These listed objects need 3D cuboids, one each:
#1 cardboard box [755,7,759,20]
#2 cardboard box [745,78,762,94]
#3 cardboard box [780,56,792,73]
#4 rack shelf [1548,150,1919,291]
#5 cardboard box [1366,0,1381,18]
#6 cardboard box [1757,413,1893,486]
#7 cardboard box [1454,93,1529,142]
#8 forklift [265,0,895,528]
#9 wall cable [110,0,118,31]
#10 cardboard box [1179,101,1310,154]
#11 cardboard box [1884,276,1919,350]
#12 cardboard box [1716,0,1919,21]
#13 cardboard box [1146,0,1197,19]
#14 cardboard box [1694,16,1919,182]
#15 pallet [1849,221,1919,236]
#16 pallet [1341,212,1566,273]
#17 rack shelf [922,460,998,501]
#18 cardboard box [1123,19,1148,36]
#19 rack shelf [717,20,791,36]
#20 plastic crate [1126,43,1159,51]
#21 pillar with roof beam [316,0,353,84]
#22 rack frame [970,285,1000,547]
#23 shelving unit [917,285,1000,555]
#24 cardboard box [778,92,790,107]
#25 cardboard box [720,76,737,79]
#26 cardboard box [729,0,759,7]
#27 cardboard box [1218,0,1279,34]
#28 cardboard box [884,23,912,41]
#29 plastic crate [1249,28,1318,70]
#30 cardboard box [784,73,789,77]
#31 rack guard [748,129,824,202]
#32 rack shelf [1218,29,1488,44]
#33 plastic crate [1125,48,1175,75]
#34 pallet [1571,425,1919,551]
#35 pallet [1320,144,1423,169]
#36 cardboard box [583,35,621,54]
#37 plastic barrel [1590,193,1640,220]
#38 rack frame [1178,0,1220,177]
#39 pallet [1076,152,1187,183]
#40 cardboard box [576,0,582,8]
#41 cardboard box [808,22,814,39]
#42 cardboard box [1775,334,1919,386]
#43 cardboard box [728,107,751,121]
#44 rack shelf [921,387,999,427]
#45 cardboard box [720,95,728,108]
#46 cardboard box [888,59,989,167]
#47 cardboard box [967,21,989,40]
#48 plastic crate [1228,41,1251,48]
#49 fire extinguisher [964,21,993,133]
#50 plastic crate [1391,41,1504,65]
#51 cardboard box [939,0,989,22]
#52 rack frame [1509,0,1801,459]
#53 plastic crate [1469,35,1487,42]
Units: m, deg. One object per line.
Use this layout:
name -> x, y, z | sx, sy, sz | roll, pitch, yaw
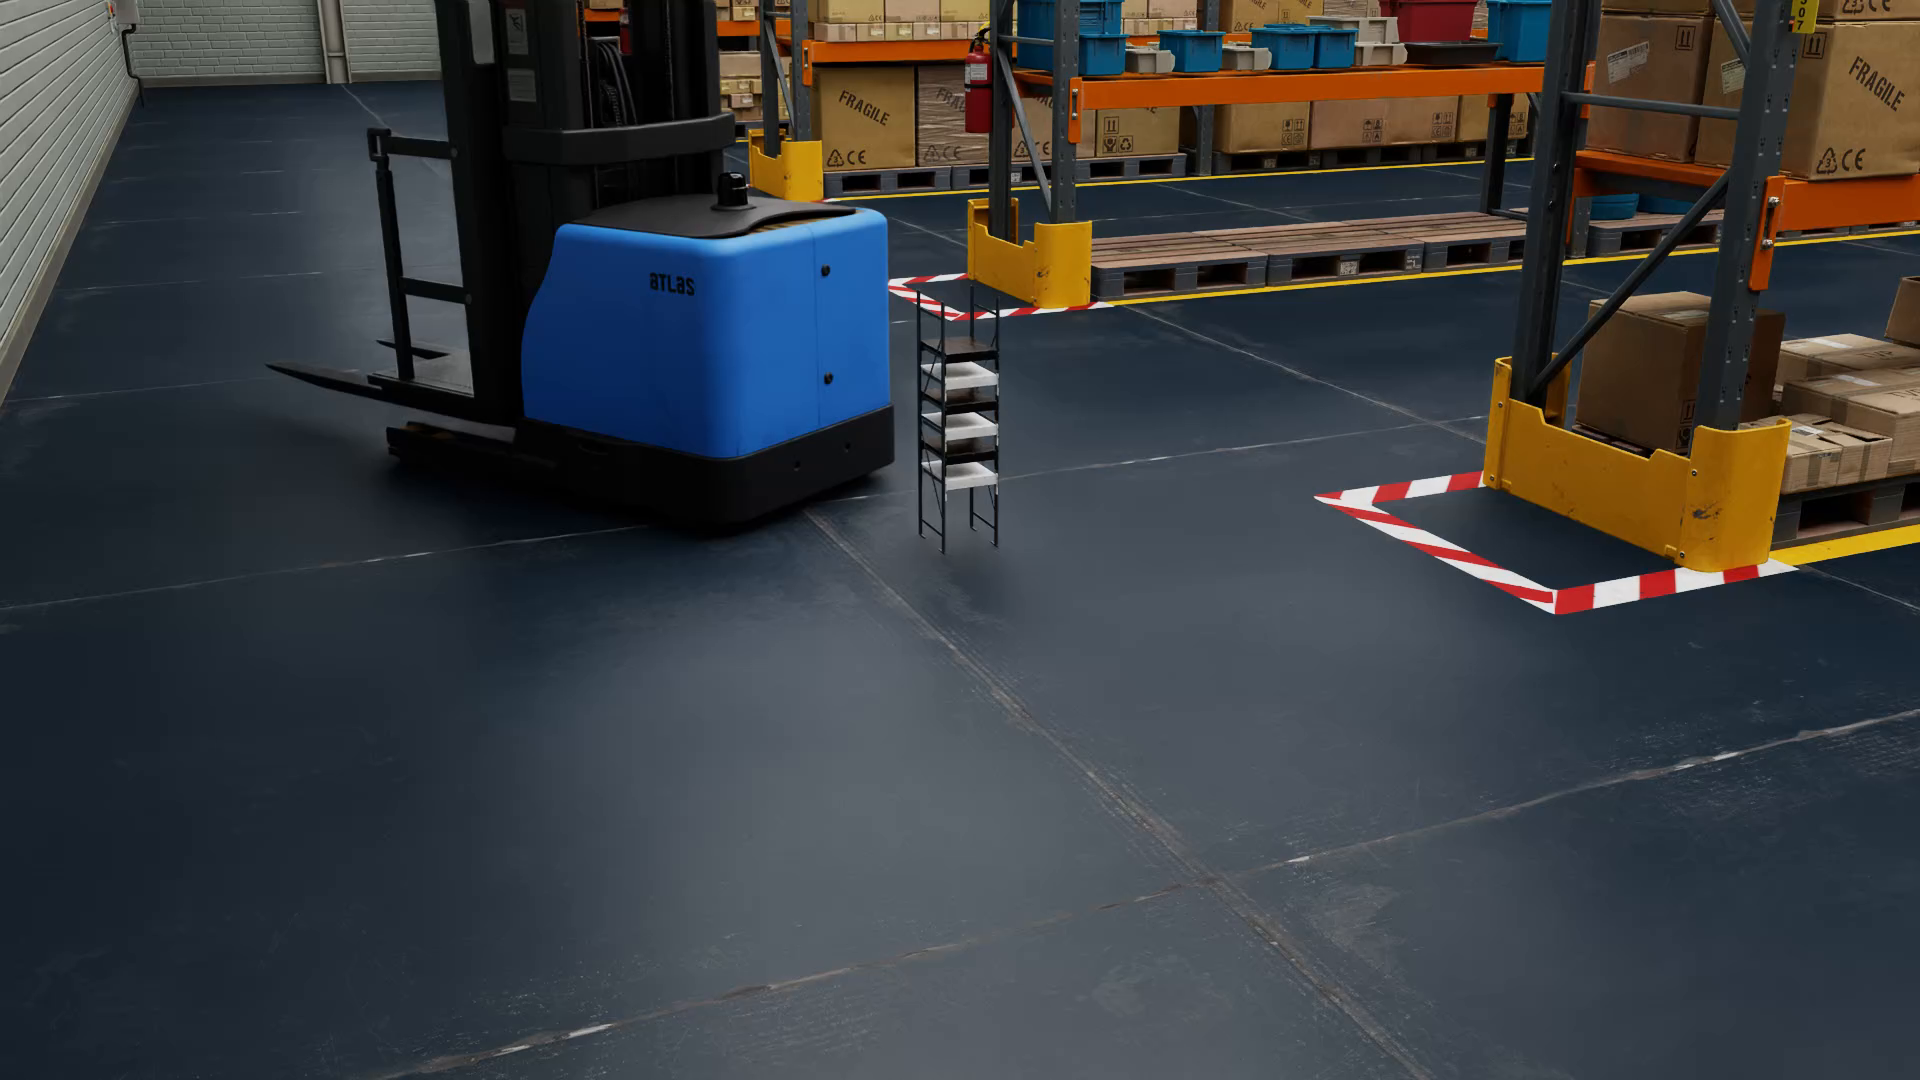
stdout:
cardboard box -> -2.301, -5.999, 18.921 | 0.250, 0.149, 0.380 | -7, 21, -19
cardboard box -> -2.295, -5.200, 19.038 | 0.250, 0.149, 0.380 | -8, 21, -22
cardboard box -> -2.398, -6.996, 24.599 | 0.875, 0.438, 0.875 | -8, 21, -23
rack shelf -> 4.231, -1.410, 6.593 | 4.000, 0.370, 1.077 | -8, 21, -22
cardboard box -> 4.061, -5.267, 16.314 | 0.500, 0.500, 0.500 | -8, 21, -21
cardboard box -> 3.145, -0.341, 6.076 | 0.250, 0.166, 0.380 | -8, 21, -22
cardboard box -> 5.178, -4.672, 17.340 | 0.875, 0.875, 1.225 | -9, 21, -24
forklift -> -1.766, -1.788, 6.687 | 3.031, 2.935, 1.130 | 13, 23, 32
wall cable -> -11.192, -7.691, 21.819 | 0.122, 1.984, 0.588 | -8, 21, -22
cardboard box -> 2.726, -4.320, 16.342 | 0.875, 0.875, 1.225 | -8, 21, -22
cardboard box -> 4.344, -0.794, 6.856 | 0.637, 0.503, 0.797 | -8, 21, -22
cardboard box -> 2.906, -1.983, 5.481 | 0.500, 0.500, 0.500 | -7, 21, -20
cardboard box -> 1.845, -4.965, 15.385 | 0.500, 0.250, 0.500 | -9, 21, -23
cardboard box -> 2.906, -1.511, 5.647 | 0.500, 0.500, 0.500 | -8, 21, -21
pallet -> 7.074, -2.618, 13.139 | 1.213, 0.211, 1.003 | -8, 21, -22
pallet -> 3.449, -2.100, 11.667 | 1.213, 0.211, 1.003 | -8, 21, -22
rack shelf -> -0.007, -0.222, 5.940 | 0.200, 0.077, 0.258 | -8, 21, -22
cardboard box -> 1.525, -4.708, 15.254 | 0.250, 0.149, 0.380 | -9, 21, -23
rack shelf -> -1.561, -5.957, 19.508 | 4.000, 0.370, 1.077 | -8, 21, -22
plastic crate -> 1.113, -3.064, 10.513 | 0.243, 0.136, 0.396 | -8, 21, -22
pillar with roof beam -> -8.549, -10.480, 22.237 | 0.400, 9.000, 9.100 | -8, 21, -22
rack frame -> 0.086, -0.437, 5.908 | 0.006, 0.900, 0.240 | -8, 21, -22
shelving unit -> -0.007, -0.423, 5.870 | 0.210, 0.900, 0.258 | -8, 21, -22
cardboard box -> -2.073, -5.096, 19.192 | 0.250, 0.149, 0.380 | -7, 21, -20
cardboard box -> -2.759, -5.330, 19.408 | 0.250, 0.149, 0.380 | -8, 21, -21
cardboard box -> -2.395, -6.274, 18.726 | 0.500, 0.500, 0.500 | -8, 21, -22
cardboard box -> 2.668, -5.065, 15.741 | 0.500, 0.500, 0.500 | -8, 21, -22
cardboard box -> -0.599, -4.403, 14.389 | 0.250, 0.149, 0.380 | -9, 21, -23
plastic crate -> 2.002, -3.052, 10.335 | 0.300, 0.233, 0.416 | -8, 21, -22
cardboard box -> -2.084, -5.470, 19.805 | 0.250, 0.149, 0.380 | -7, 21, -20
rack guard -> -1.548, -3.325, 14.714 | 0.348, 0.500, 1.175 | -8, 21, -22
rack shelf -> 3.983, -4.958, 16.669 | 4.000, 0.370, 1.077 | -8, 21, -22
plastic crate -> 1.120, -2.850, 9.907 | 0.298, 0.136, 0.250 | -8, 21, -22
pallet -> 3.196, -0.286, 6.517 | 1.213, 0.211, 1.003 | -8, 21, -22
pallet -> 3.947, -4.005, 17.078 | 1.213, 0.211, 1.003 | -8, 21, -22
cardboard box -> -6.022, -8.214, 27.966 | 0.500, 0.500, 0.700 | -7, 21, -20
plastic barrel -> 4.615, -2.798, 11.980 | 0.708, 0.901, 0.600 | -8, 21, -22
rack frame -> 2.147, -5.034, 15.802 | 0.127, 3.000, 1.000 | -8, 21, -22
pallet -> 1.418, -3.642, 16.049 | 1.213, 0.211, 1.003 | -8, 21, -22
cardboard box -> -5.113, -7.721, 23.284 | 0.500, 0.500, 0.500 | -8, 21, -22
cardboard box -> -1.330, -4.536, 14.768 | 0.250, 0.149, 0.380 | -8, 21, -21
cardboard box -> 3.680, -0.659, 6.856 | 0.500, 0.250, 0.500 | -8, 21, -22
cardboard box -> -2.582, -4.918, 19.132 | 0.250, 0.149, 0.380 | -8, 21, -22
rack shelf -> -0.007, -0.477, 5.851 | 0.200, 0.077, 0.258 | -8, 21, -22
cardboard box -> -2.815, -5.018, 18.969 | 0.250, 0.149, 0.380 | -7, 21, -20
cardboard box -> -0.135, -3.932, 15.239 | 0.875, 0.875, 0.875 | -8, 21, -22
cardboard box -> 0.110, -4.505, 14.679 | 0.250, 0.149, 0.380 | -8, 21, -23
plastic crate -> 1.895, -3.186, 10.861 | 0.250, 0.136, 0.298 | -8, 21, -22
fire extinguisher -> 0.117, -2.904, 10.430 | 0.183, 0.674, 0.296 | -8, 21, -22
plastic crate -> 3.187, -3.193, 10.897 | 0.590, 0.125, 0.437 | -8, 21, -22
cardboard box -> -0.041, -4.693, 14.613 | 0.500, 0.250, 0.500 | -9, 21, -24
rack frame -> 2.394, -1.486, 5.727 | 0.127, 3.000, 1.000 | -8, 21, -22
plastic crate -> 3.625, -3.410, 11.496 | 0.243, 0.136, 0.396 | -8, 21, -22
